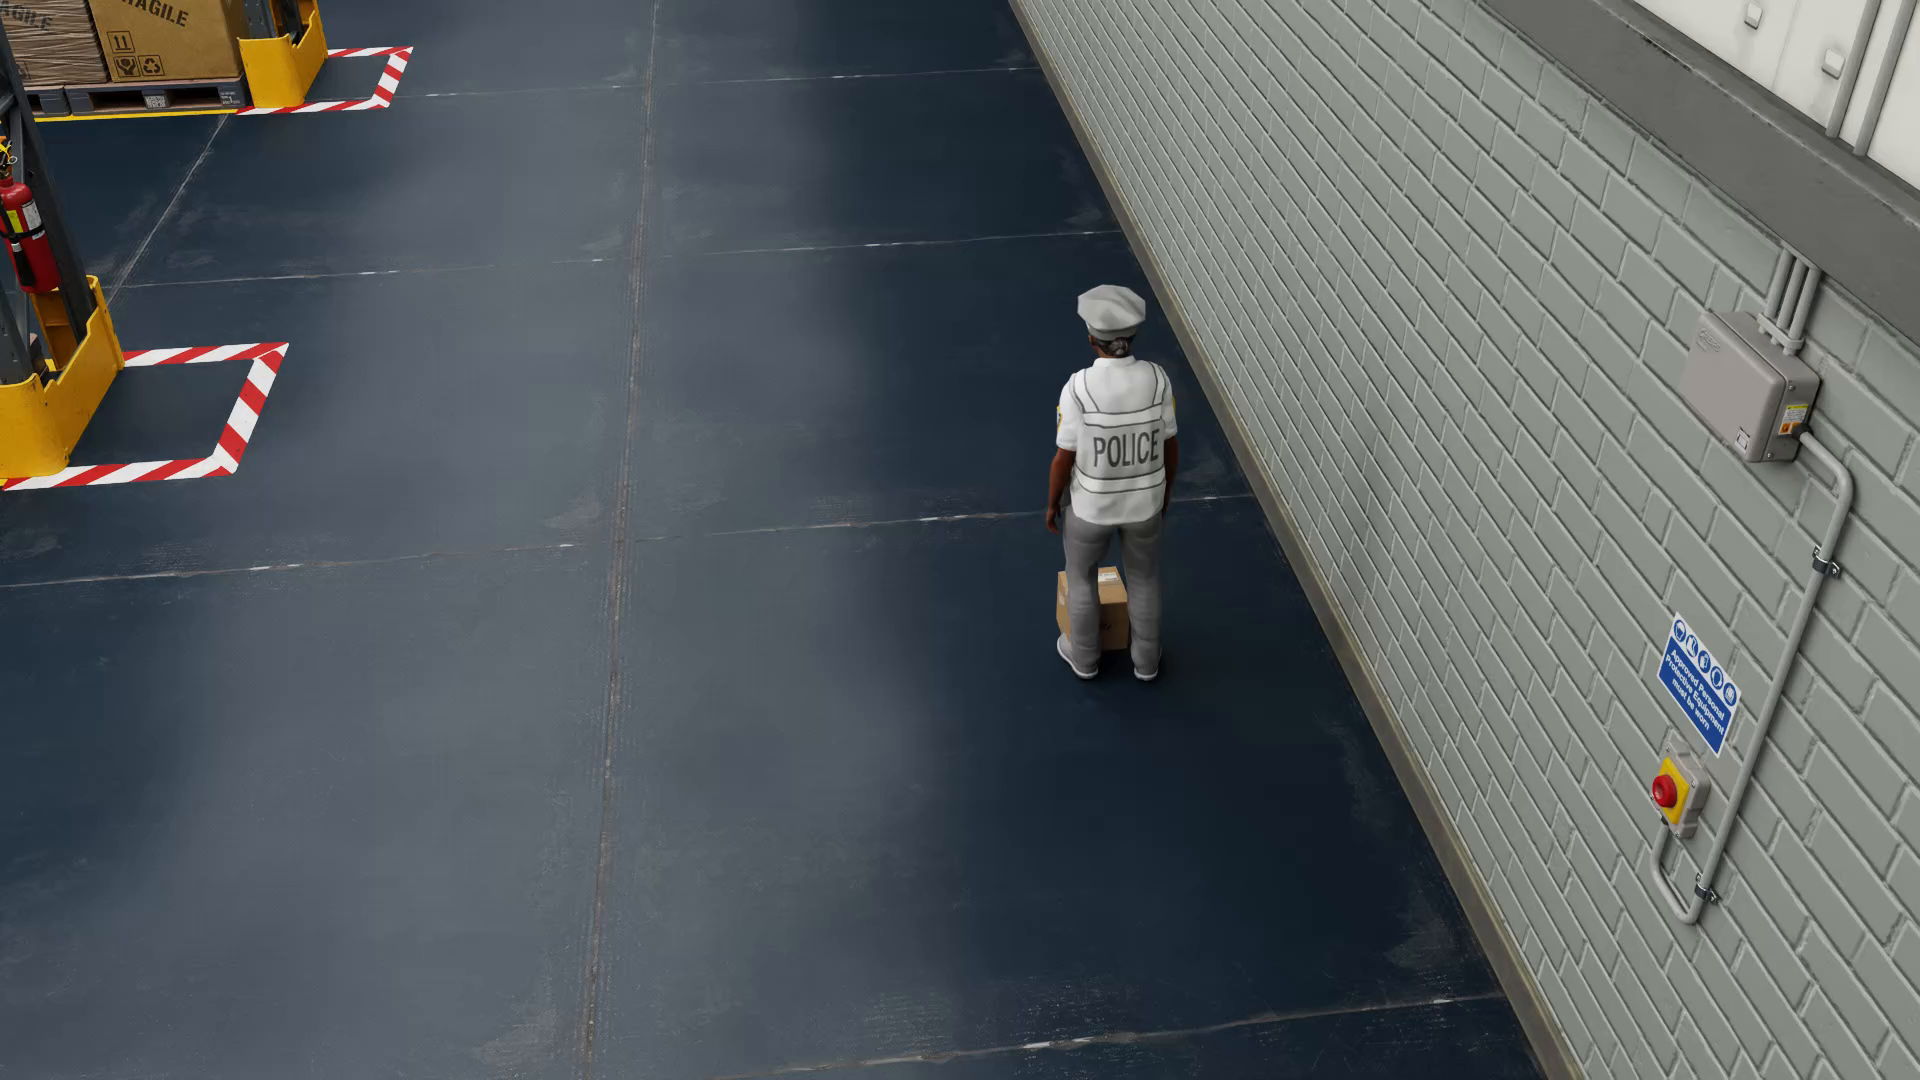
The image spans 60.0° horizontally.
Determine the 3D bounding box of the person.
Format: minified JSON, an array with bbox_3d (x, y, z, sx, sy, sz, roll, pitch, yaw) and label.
[{"bbox_3d":[0.588,-0.161,6.370,0.532,1.664,0.421,-6,35,-9],"label":"person"}]
